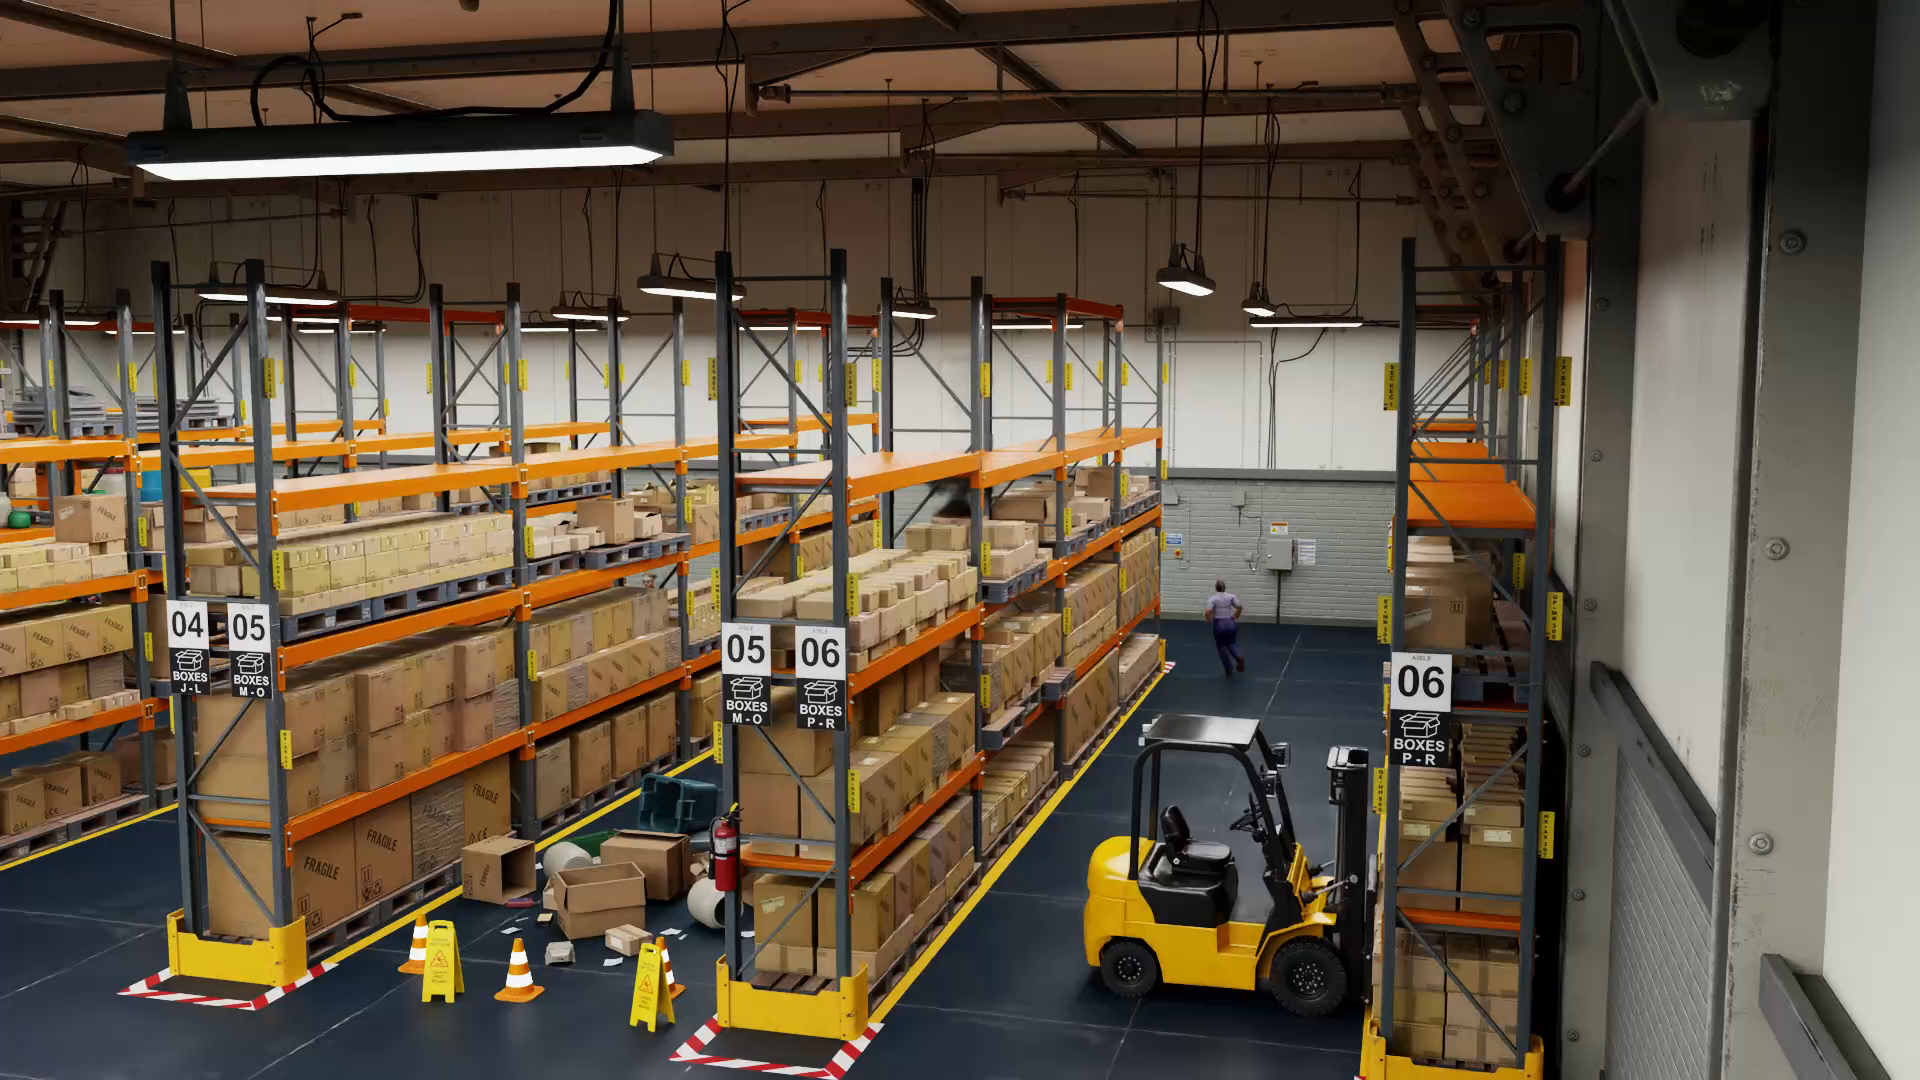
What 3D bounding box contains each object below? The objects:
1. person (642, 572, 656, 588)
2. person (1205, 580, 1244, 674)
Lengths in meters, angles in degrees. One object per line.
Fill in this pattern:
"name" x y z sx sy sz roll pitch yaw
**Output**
"person" -5.042 1.393 27.081 0.659 1.772 0.990 1 6 10
"person" 4.372 1.470 27.626 0.635 1.614 0.559 -1 6 -9
